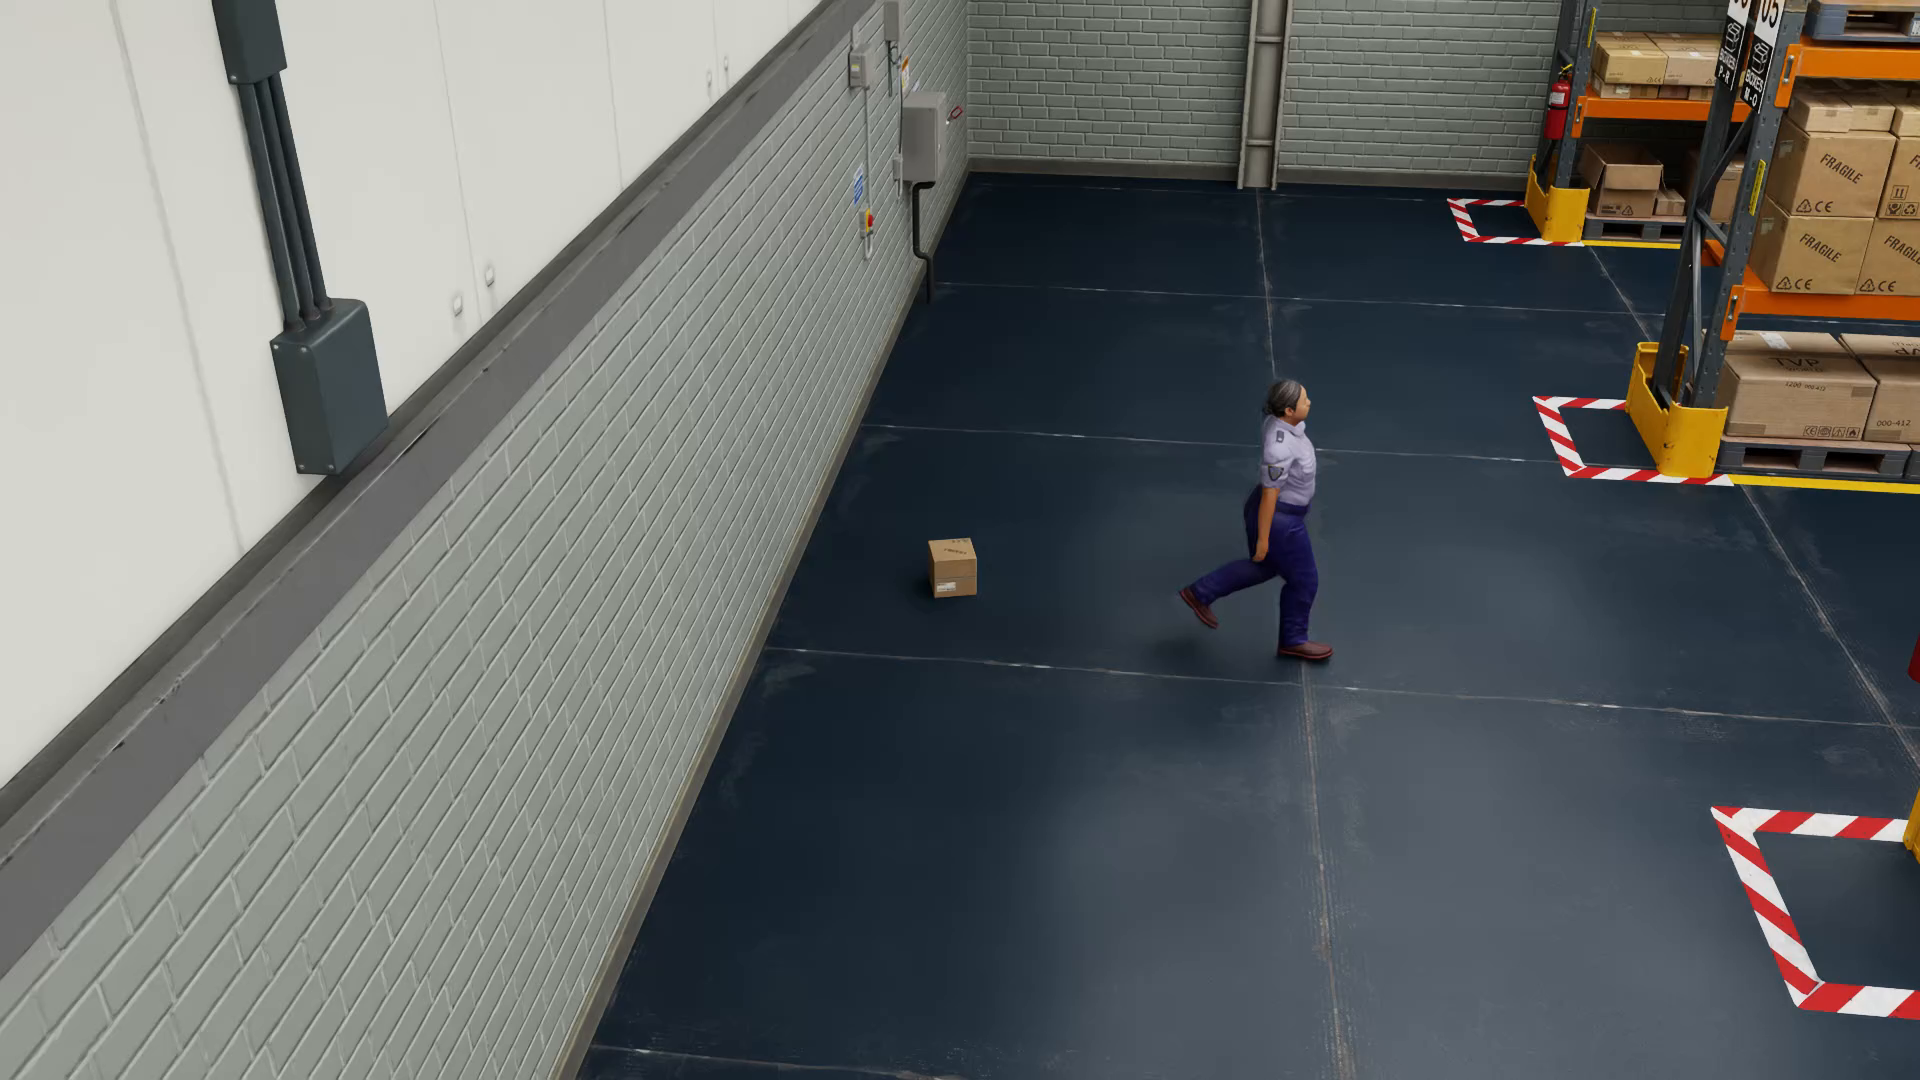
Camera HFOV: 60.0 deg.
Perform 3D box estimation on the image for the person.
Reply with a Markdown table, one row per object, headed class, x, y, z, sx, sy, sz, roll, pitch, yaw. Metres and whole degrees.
| class | x | y | z | sx | sy | sz | roll | pitch | yaw |
| --- | --- | --- | --- | --- | --- | --- | --- | --- | --- |
| person | 1.641 | -0.117 | 8.865 | 0.837 | 1.580 | 0.492 | 4 | 29 | 6 |
